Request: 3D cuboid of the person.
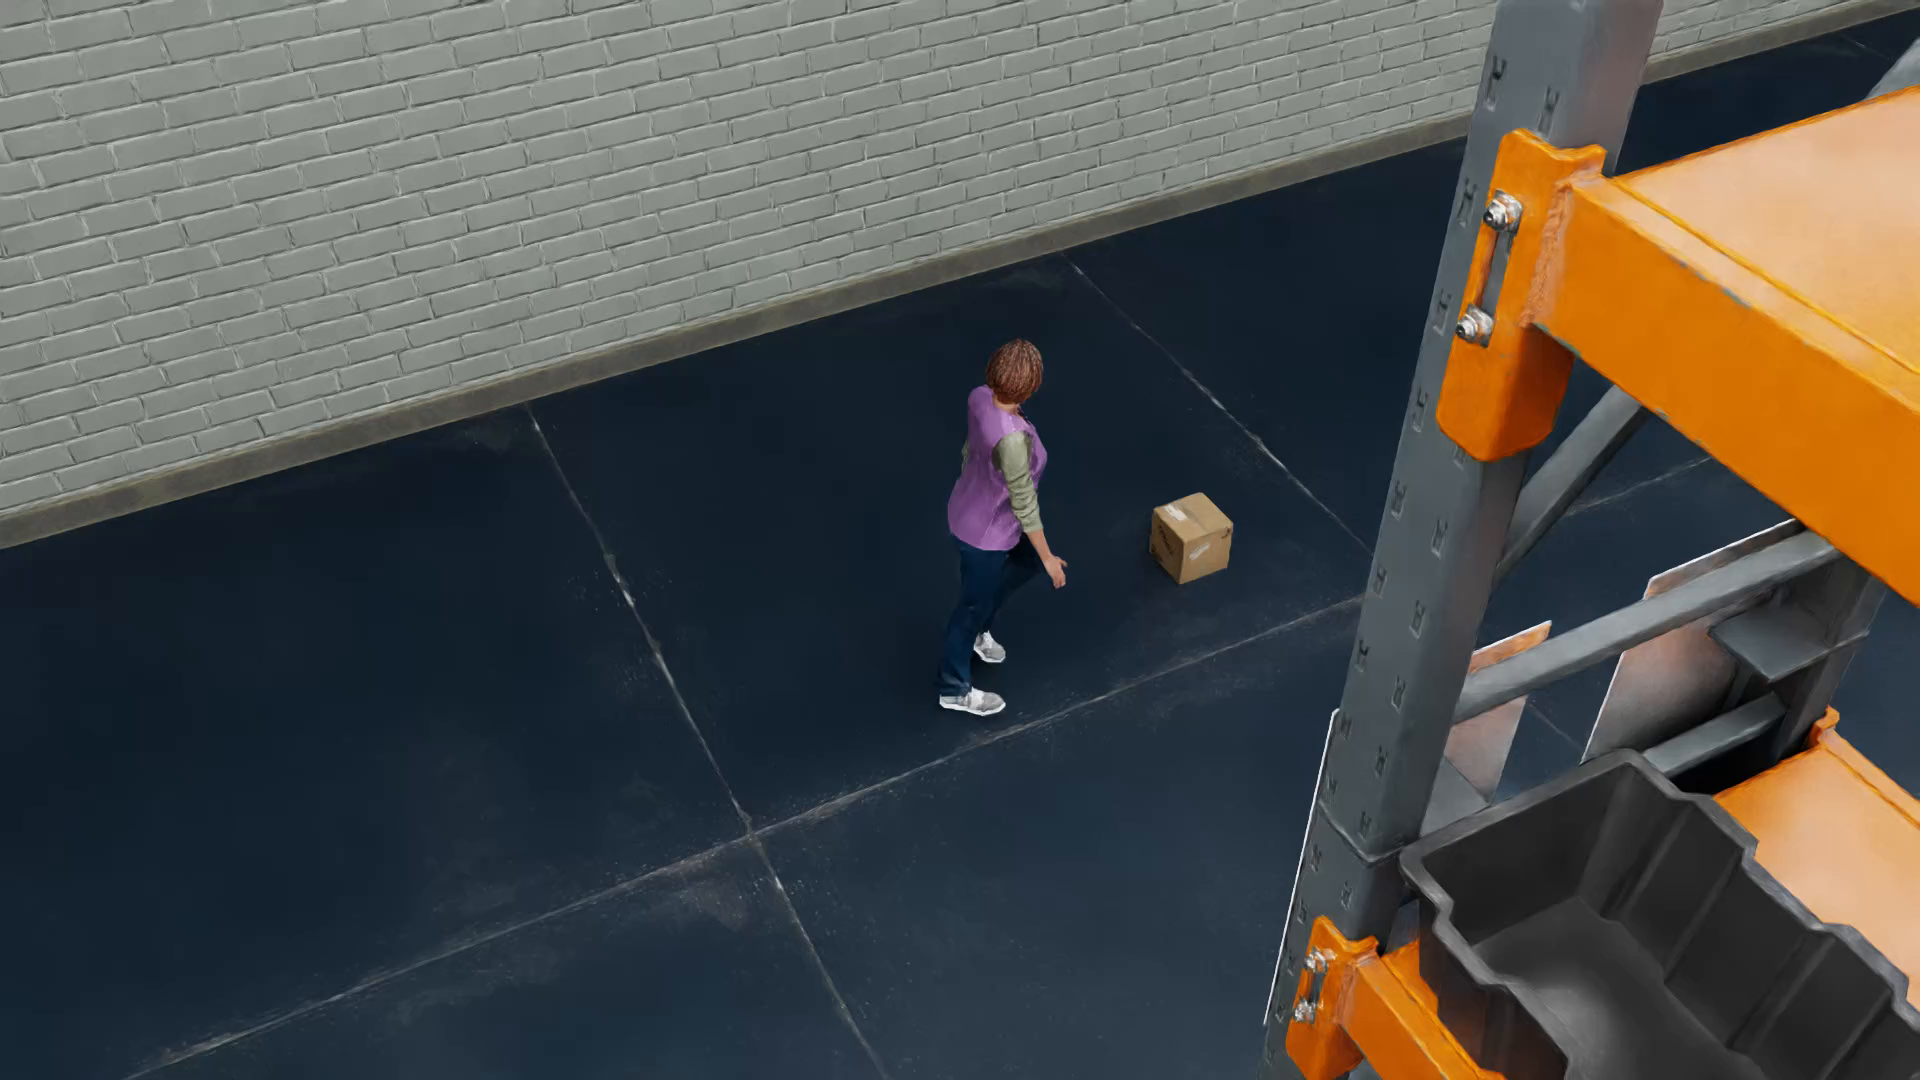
[{"bbox_3d":[0.115,0.034,6.284,0.465,1.353,0.484,-2,42,-2],"label":"person"}]
